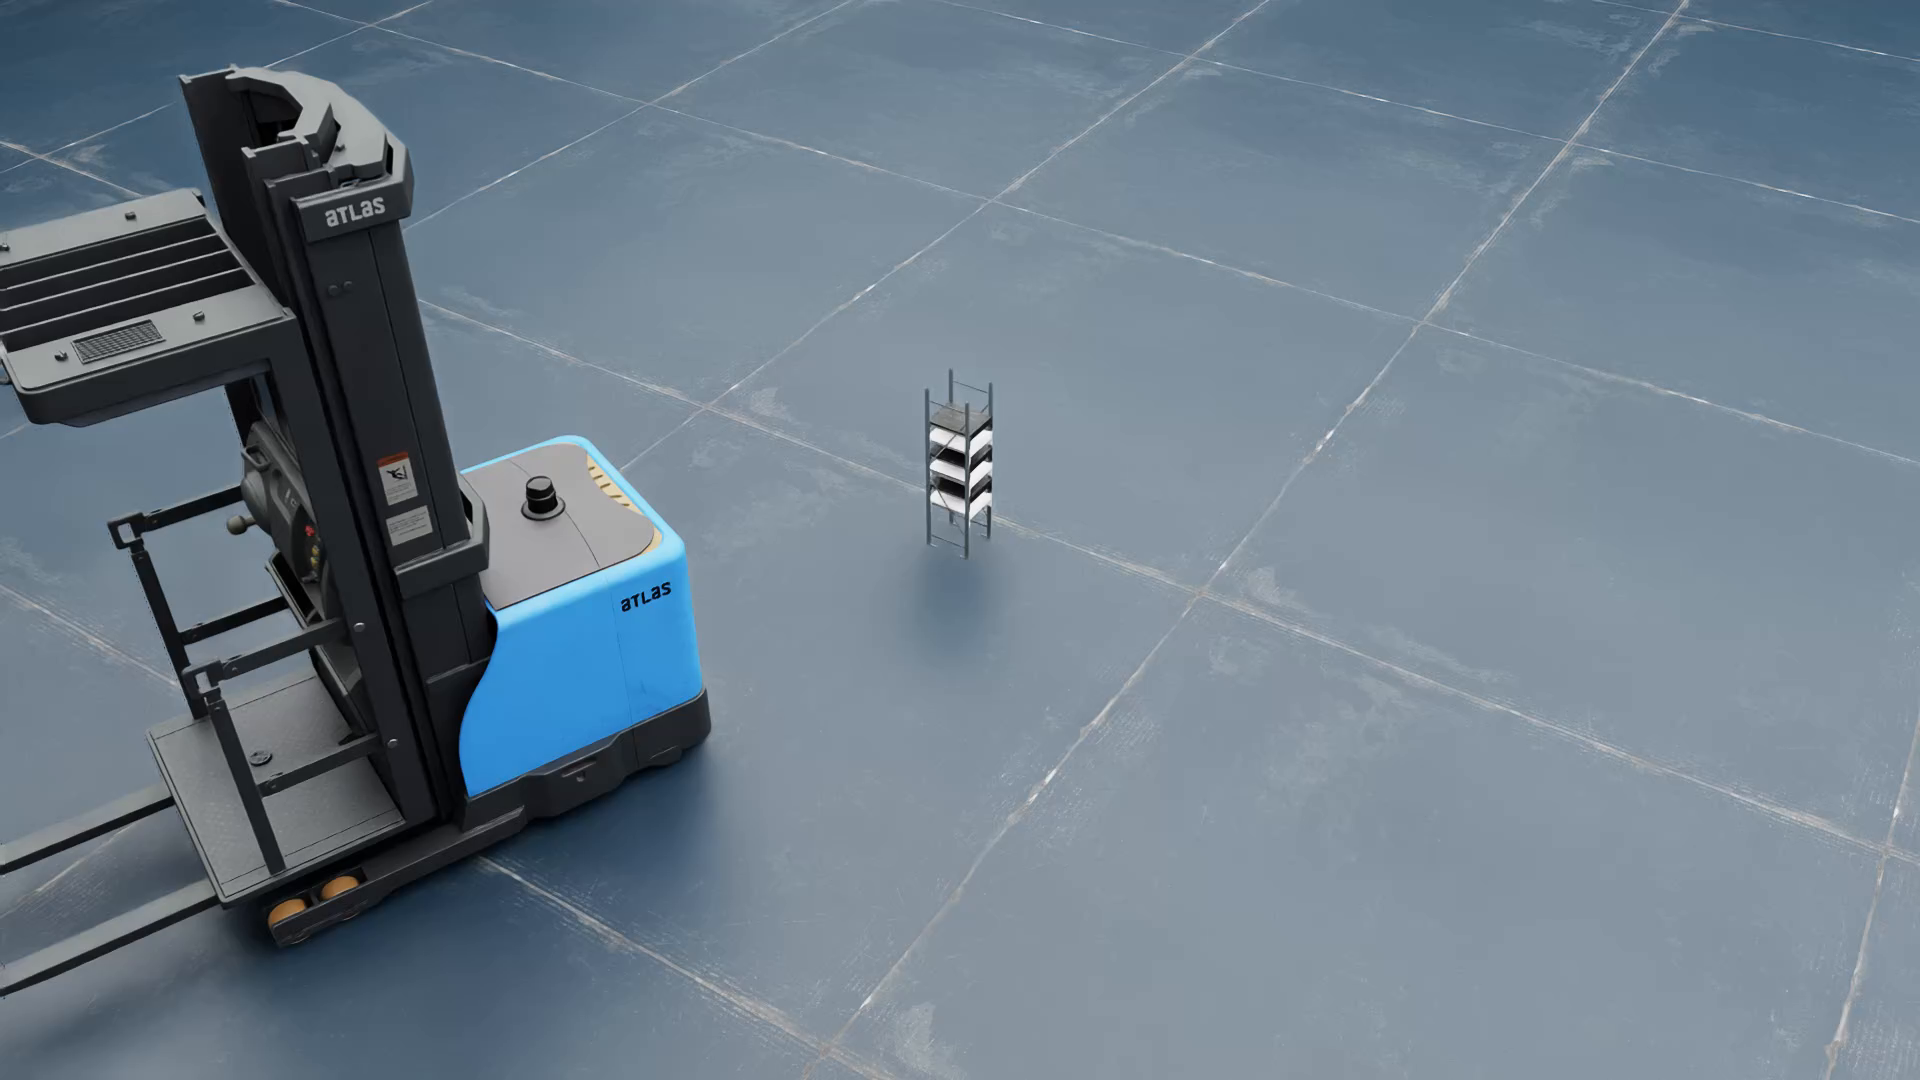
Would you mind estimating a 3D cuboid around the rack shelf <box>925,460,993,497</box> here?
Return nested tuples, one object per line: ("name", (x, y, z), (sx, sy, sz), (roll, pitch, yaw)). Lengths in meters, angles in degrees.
("rack shelf", (-0.004, -0.326, 7.930), (0.258, 0.077, 0.200), (21, 42, 25))

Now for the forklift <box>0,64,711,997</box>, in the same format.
("forklift", (-2.551, -0.018, 5.813), (3.031, 2.935, 1.130), (-23, 43, -27))

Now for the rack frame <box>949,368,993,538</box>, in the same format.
("rack frame", (0.050, -0.405, 7.977), (0.240, 0.900, 0.006), (21, 42, 25))

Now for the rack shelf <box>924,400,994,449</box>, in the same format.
("rack shelf", (-0.004, -0.540, 7.765), (0.258, 0.077, 0.200), (21, 42, 25))

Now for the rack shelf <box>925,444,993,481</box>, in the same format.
("rack shelf", (-0.004, -0.397, 7.875), (0.258, 0.077, 0.200), (21, 42, 25))

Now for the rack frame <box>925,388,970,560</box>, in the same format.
("rack frame", (-0.059, -0.300, 7.841), (0.240, 0.900, 0.006), (21, 42, 25))

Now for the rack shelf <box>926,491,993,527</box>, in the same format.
("rack shelf", (-0.004, -0.183, 8.040), (0.258, 0.077, 0.200), (21, 42, 25))

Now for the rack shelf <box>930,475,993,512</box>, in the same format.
("rack shelf", (-0.004, -0.255, 7.985), (0.258, 0.077, 0.200), (21, 42, 25))

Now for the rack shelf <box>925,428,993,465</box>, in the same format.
("rack shelf", (-0.004, -0.468, 7.820), (0.258, 0.077, 0.200), (21, 42, 25))

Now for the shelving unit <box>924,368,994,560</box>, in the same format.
("shelving unit", (-0.004, -0.352, 7.909), (0.258, 0.900, 0.210), (21, 42, 25))
